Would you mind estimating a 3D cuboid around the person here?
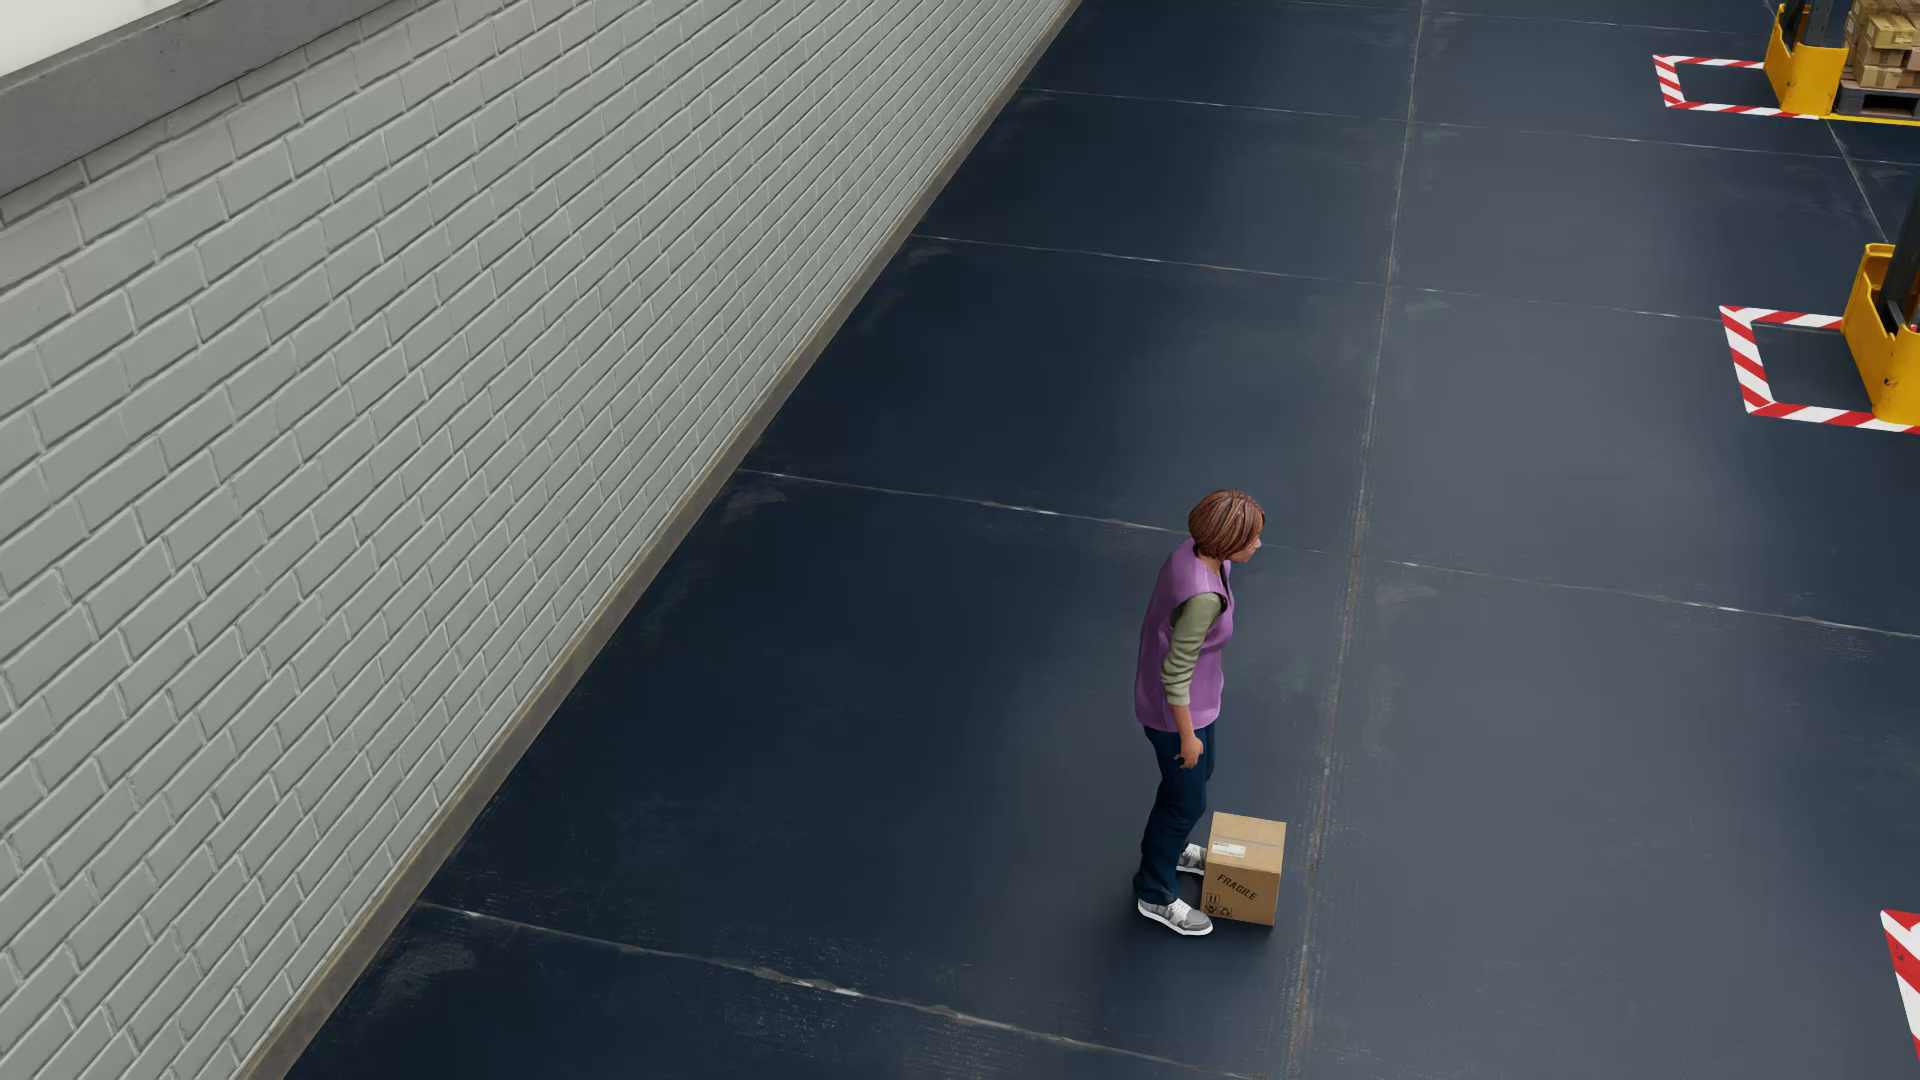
[{"bbox_3d":[0.893,2.652,0.650,2.805,3.194,10.346,7,34,10],"label":"person"}]
